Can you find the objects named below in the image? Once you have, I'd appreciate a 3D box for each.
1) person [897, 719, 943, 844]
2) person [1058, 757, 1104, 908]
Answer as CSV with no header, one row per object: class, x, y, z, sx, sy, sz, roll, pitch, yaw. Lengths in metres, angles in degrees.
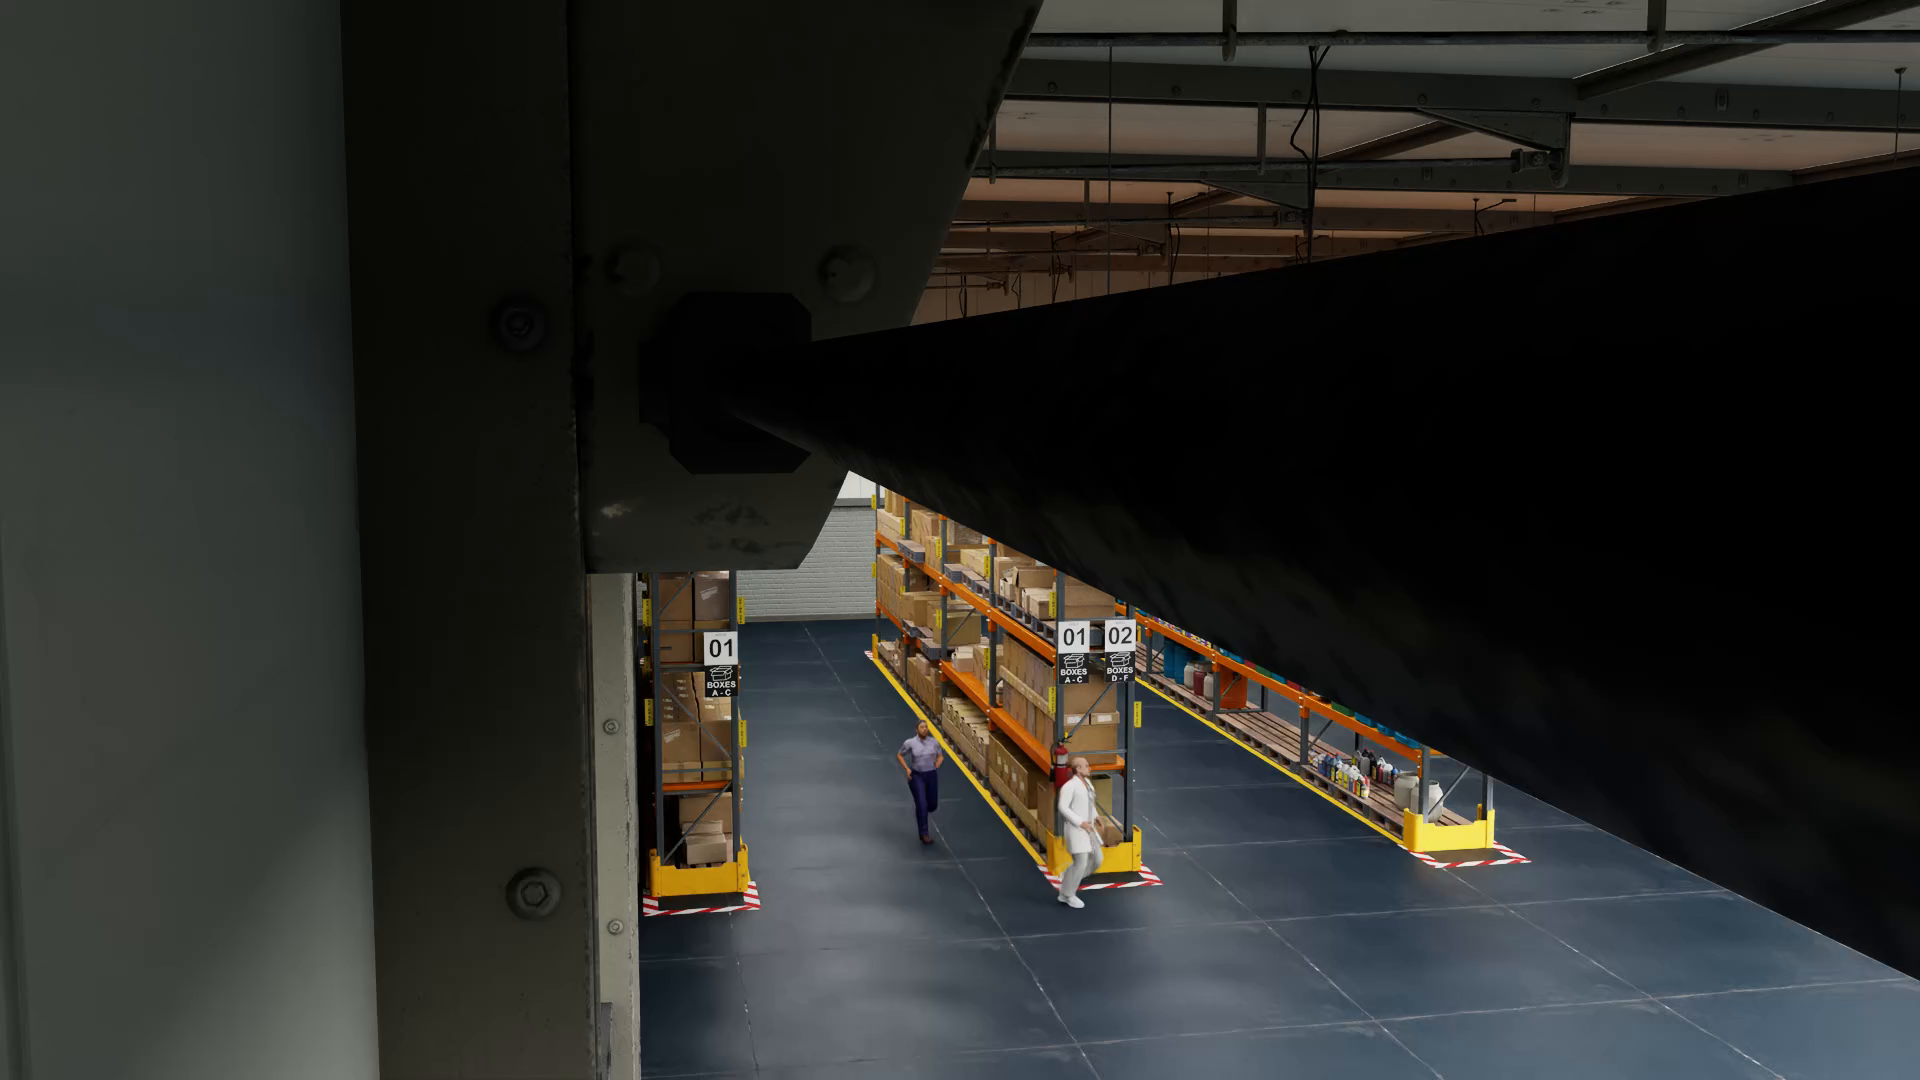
person,-0.518,3.232,22.477,0.620,1.593,0.823,-2,6,-22
person,1.445,3.546,19.766,0.556,1.544,0.787,4,7,33
